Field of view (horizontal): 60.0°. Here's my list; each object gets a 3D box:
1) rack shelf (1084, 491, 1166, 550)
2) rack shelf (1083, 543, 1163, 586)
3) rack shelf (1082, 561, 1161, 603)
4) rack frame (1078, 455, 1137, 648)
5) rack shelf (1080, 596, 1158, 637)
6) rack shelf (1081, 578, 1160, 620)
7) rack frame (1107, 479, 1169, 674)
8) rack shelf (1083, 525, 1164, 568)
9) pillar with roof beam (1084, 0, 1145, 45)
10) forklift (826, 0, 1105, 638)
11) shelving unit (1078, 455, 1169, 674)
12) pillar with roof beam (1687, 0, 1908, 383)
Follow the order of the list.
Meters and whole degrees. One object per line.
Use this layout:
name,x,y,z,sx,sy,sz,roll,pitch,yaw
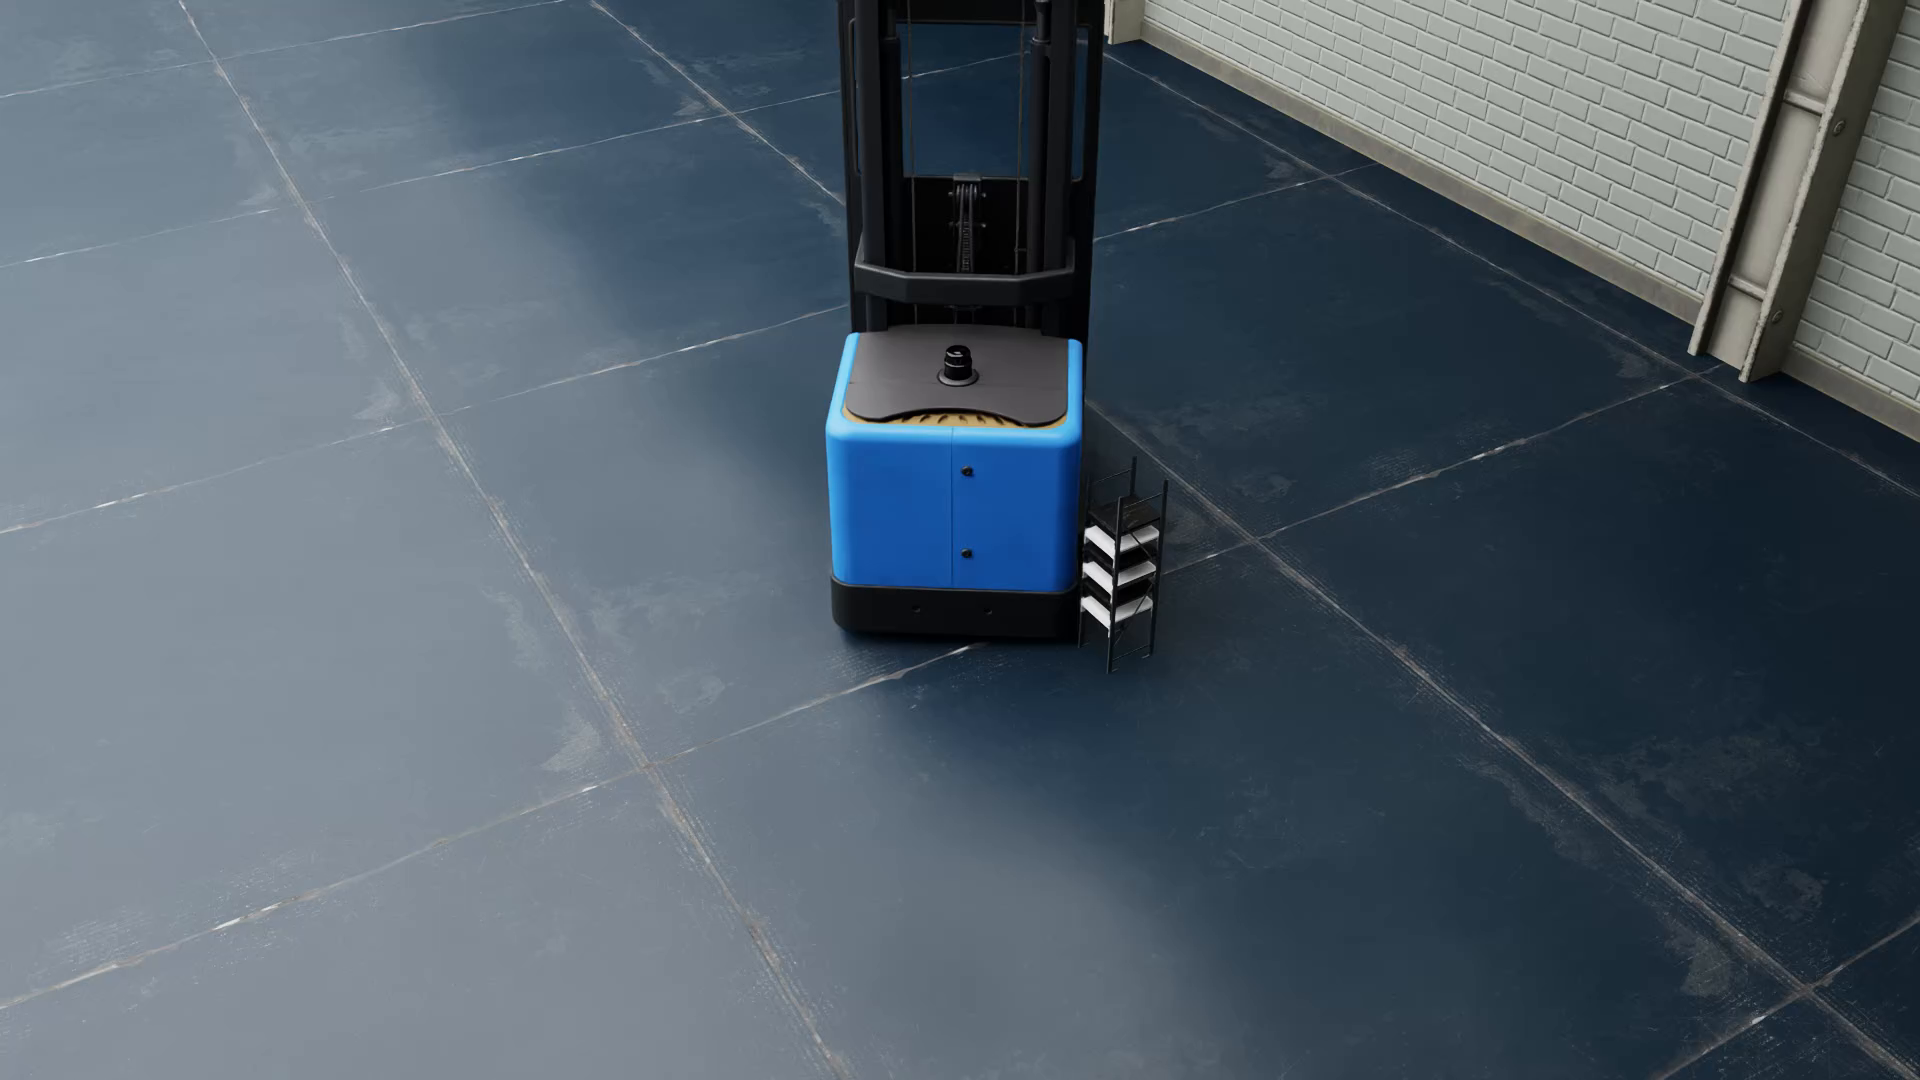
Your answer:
rack shelf,0.664,-0.080,6.695,0.258,0.077,0.200,-21,41,-26
rack shelf,0.664,0.065,6.801,0.258,0.077,0.200,-21,41,-26
rack shelf,0.664,0.138,6.854,0.258,0.077,0.200,-21,41,-26
rack frame,0.610,0.061,6.904,0.240,0.900,0.006,-21,41,-26
rack shelf,0.664,0.283,6.961,0.258,0.077,0.200,-21,41,-26
rack shelf,0.664,0.211,6.908,0.258,0.077,0.200,-21,41,-26
rack frame,0.719,0.162,6.766,0.240,0.900,0.006,-21,41,-26
rack shelf,0.664,-0.007,6.748,0.258,0.077,0.200,-21,41,-26
pillar with roof beam,-2.496,-6.402,8.886,9.100,9.000,0.400,-19,40,-24
forklift,0.061,-1.614,7.475,1.130,2.935,3.031,2,36,3
shelving unit,0.664,0.111,6.835,0.258,0.900,0.210,-21,41,-26
pillar with roof beam,0.519,-3.342,4.697,9.100,9.000,0.400,-19,40,-24
